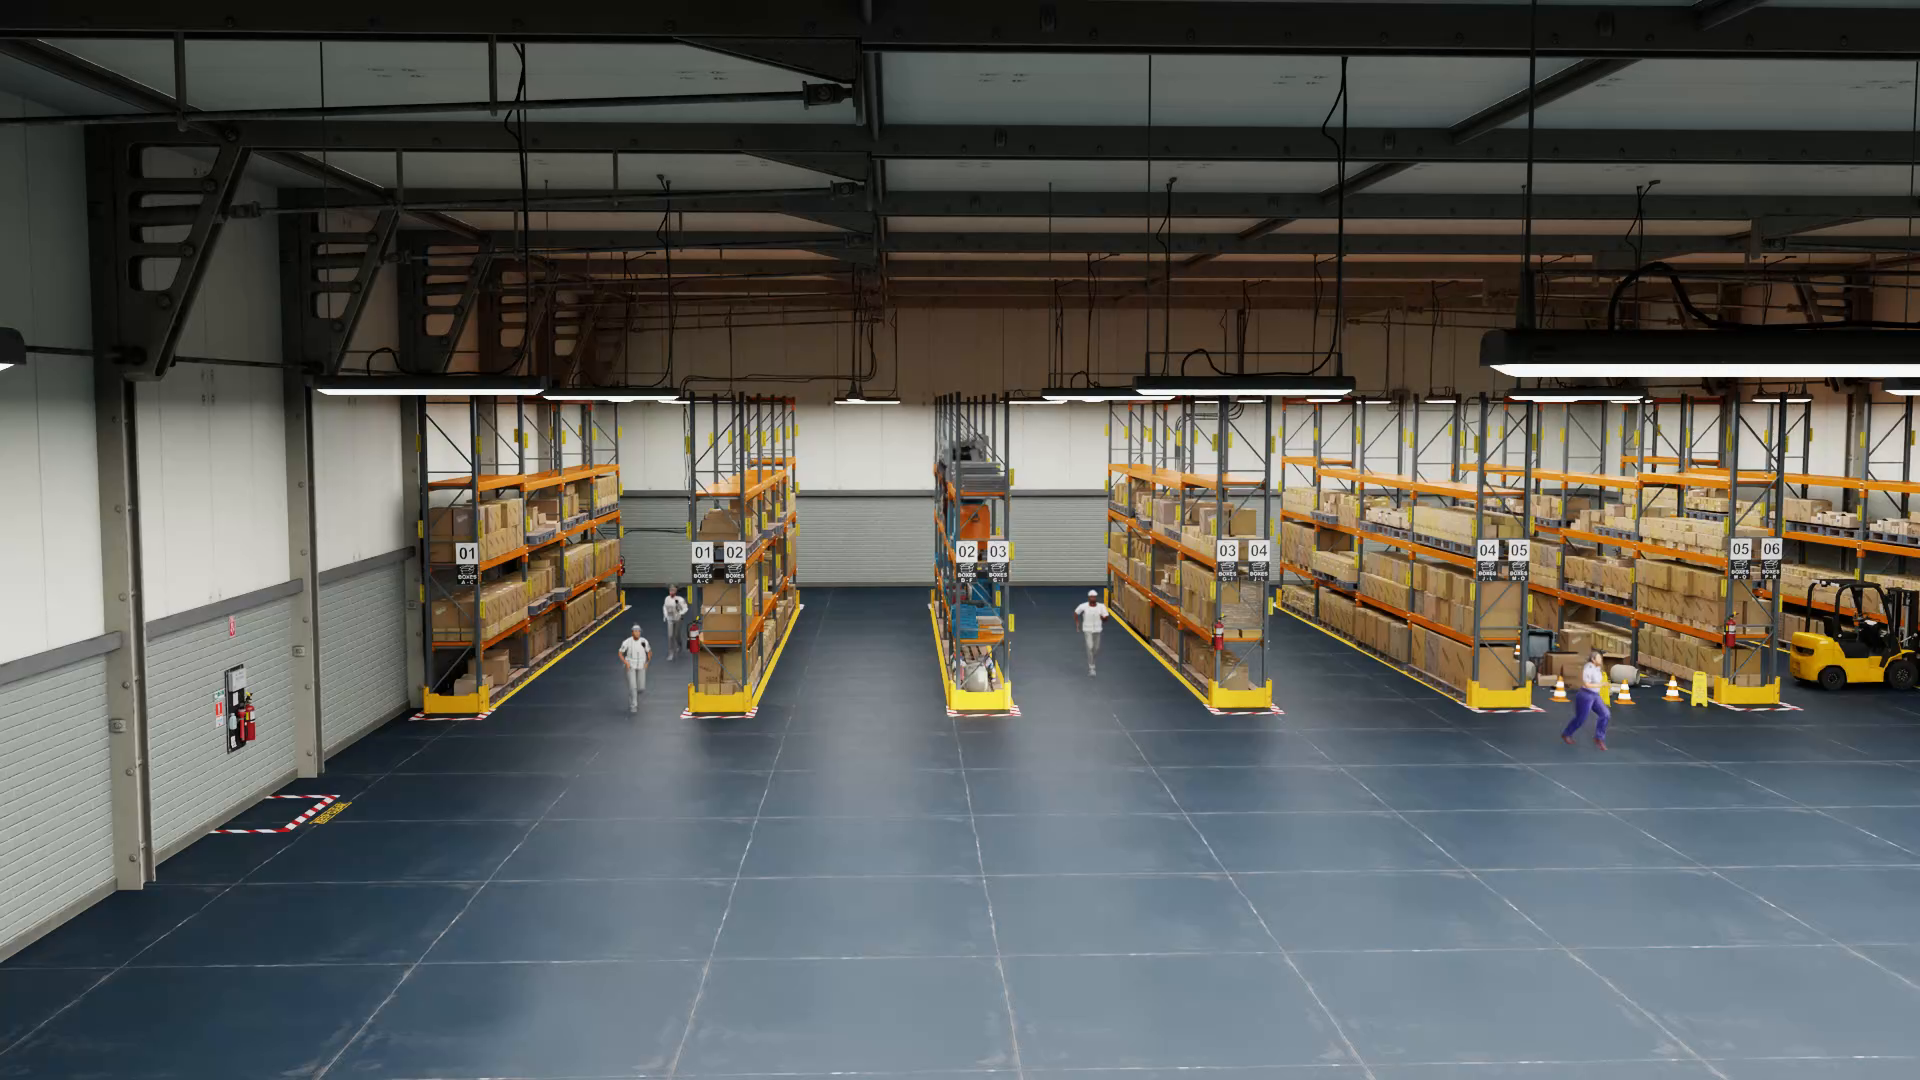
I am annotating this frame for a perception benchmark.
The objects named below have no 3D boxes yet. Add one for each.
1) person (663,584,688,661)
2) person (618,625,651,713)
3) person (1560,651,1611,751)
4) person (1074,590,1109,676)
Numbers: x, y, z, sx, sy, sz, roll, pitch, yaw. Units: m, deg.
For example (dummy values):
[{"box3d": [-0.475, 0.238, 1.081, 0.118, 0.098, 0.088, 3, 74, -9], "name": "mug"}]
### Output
[{"box3d": [-6.471, 1.840, 37.802, 0.608, 1.700, 0.833, 0, 5, 5], "name": "person"}, {"box3d": [-6.144, 2.422, 31.433, 0.642, 1.648, 0.626, -2, 5, -26], "name": "person"}, {"box3d": [10.489, 2.686, 27.858, 0.830, 1.688, 0.626, 4, 6, 42], "name": "person"}, {"box3d": [2.839, 1.961, 35.631, 0.693, 1.778, 0.946, -1, 5, -11], "name": "person"}]
